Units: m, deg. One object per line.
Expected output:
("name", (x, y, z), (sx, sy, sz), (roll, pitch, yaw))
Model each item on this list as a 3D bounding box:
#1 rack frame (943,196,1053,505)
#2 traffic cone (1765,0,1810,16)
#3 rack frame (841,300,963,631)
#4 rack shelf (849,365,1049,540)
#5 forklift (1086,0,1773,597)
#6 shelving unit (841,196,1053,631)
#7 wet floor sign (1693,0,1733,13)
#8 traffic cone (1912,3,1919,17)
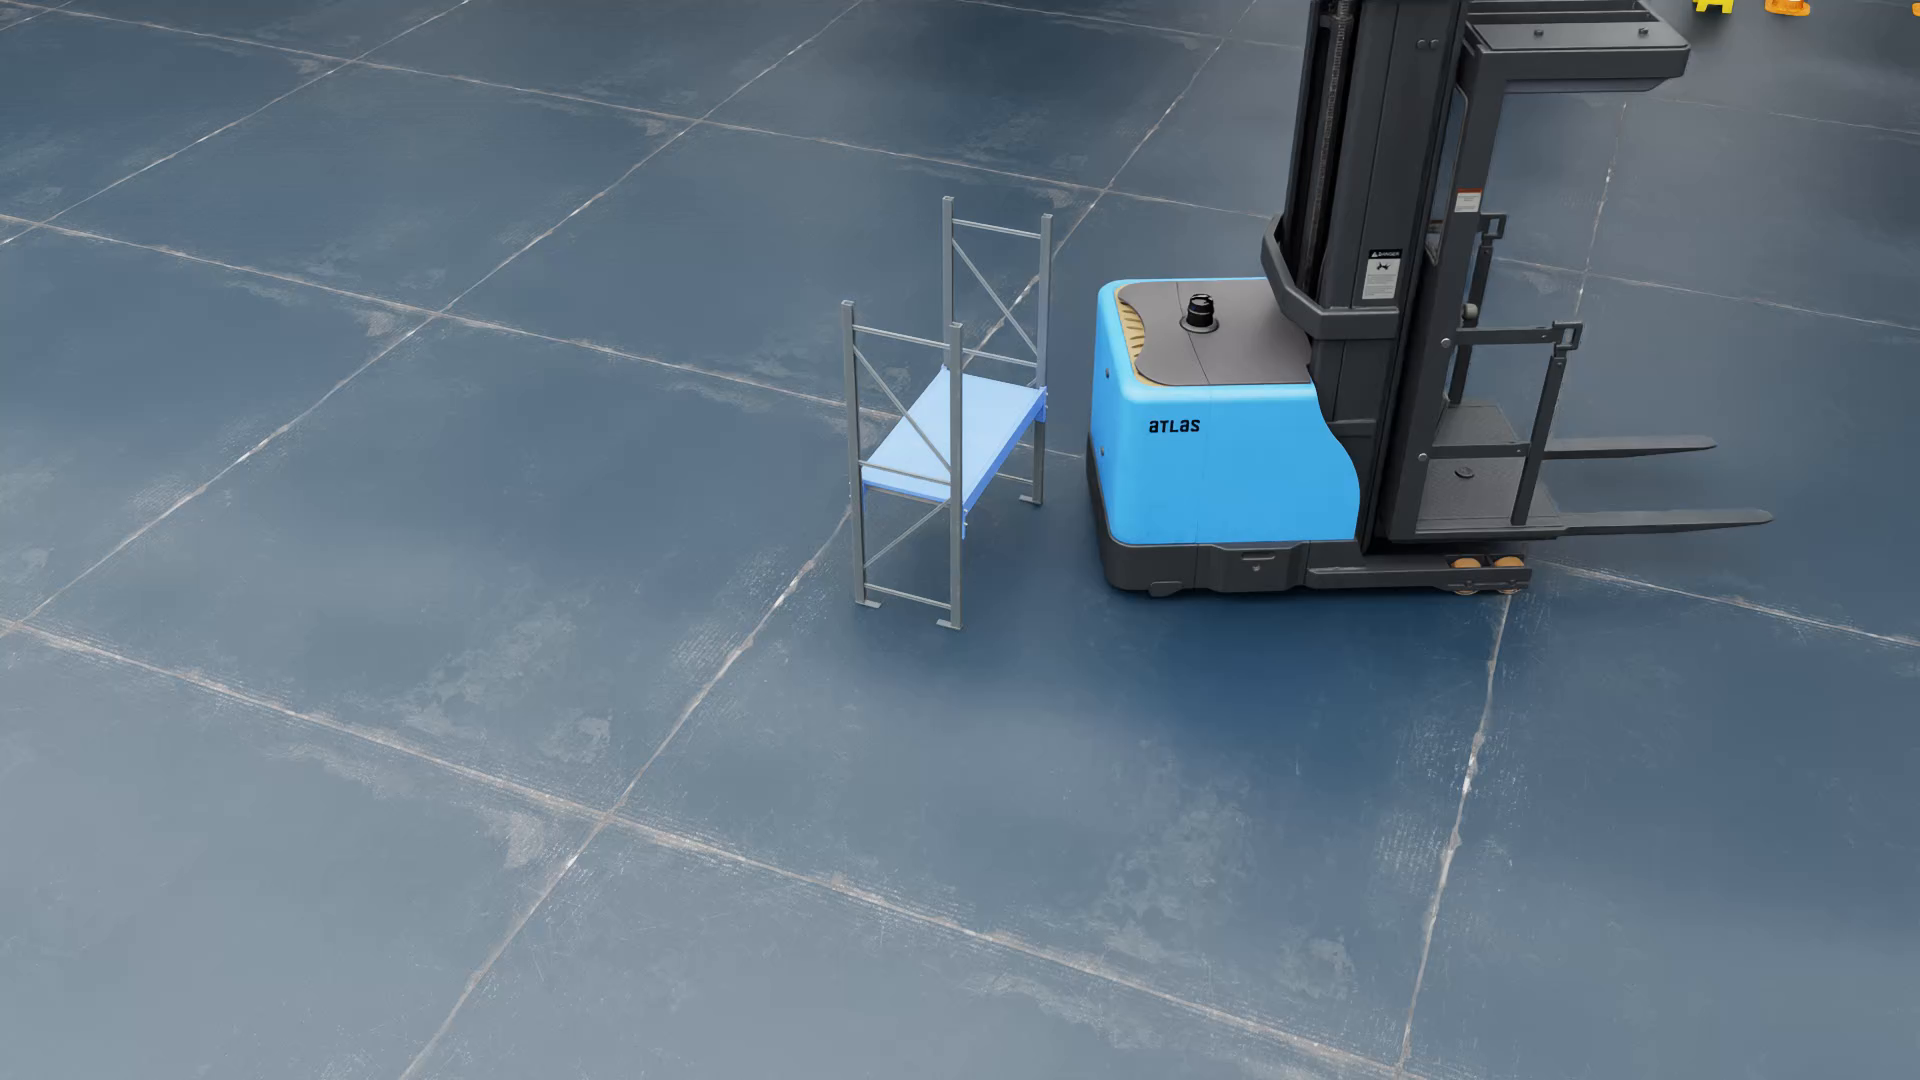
("rack frame", (0.161, -0.835, 7.614), (0.500, 1.500, 0.032), (14, 39, 18))
("traffic cone", (6.737, -4.518, 13.408), (0.336, 0.463, 0.334), (14, 39, 18))
("rack frame", (-0.226, -0.272, 6.861), (0.500, 1.500, 0.032), (14, 39, 18))
("rack shelf", (-0.032, -0.409, 7.345), (0.538, 0.185, 1.000), (14, 39, 18))
("forklift", (2.144, -1.246, 6.969), (3.031, 2.935, 1.130), (-2, 37, -2))
("shelving unit", (-0.032, -0.553, 7.238), (0.538, 1.500, 1.048), (14, 39, 18))
("wet floor sign", (6.127, -4.599, 13.364), (0.267, 0.644, 0.232), (7, 37, 10))
("traffic cone", (7.893, -4.454, 13.322), (0.336, 0.463, 0.334), (14, 39, 18))
